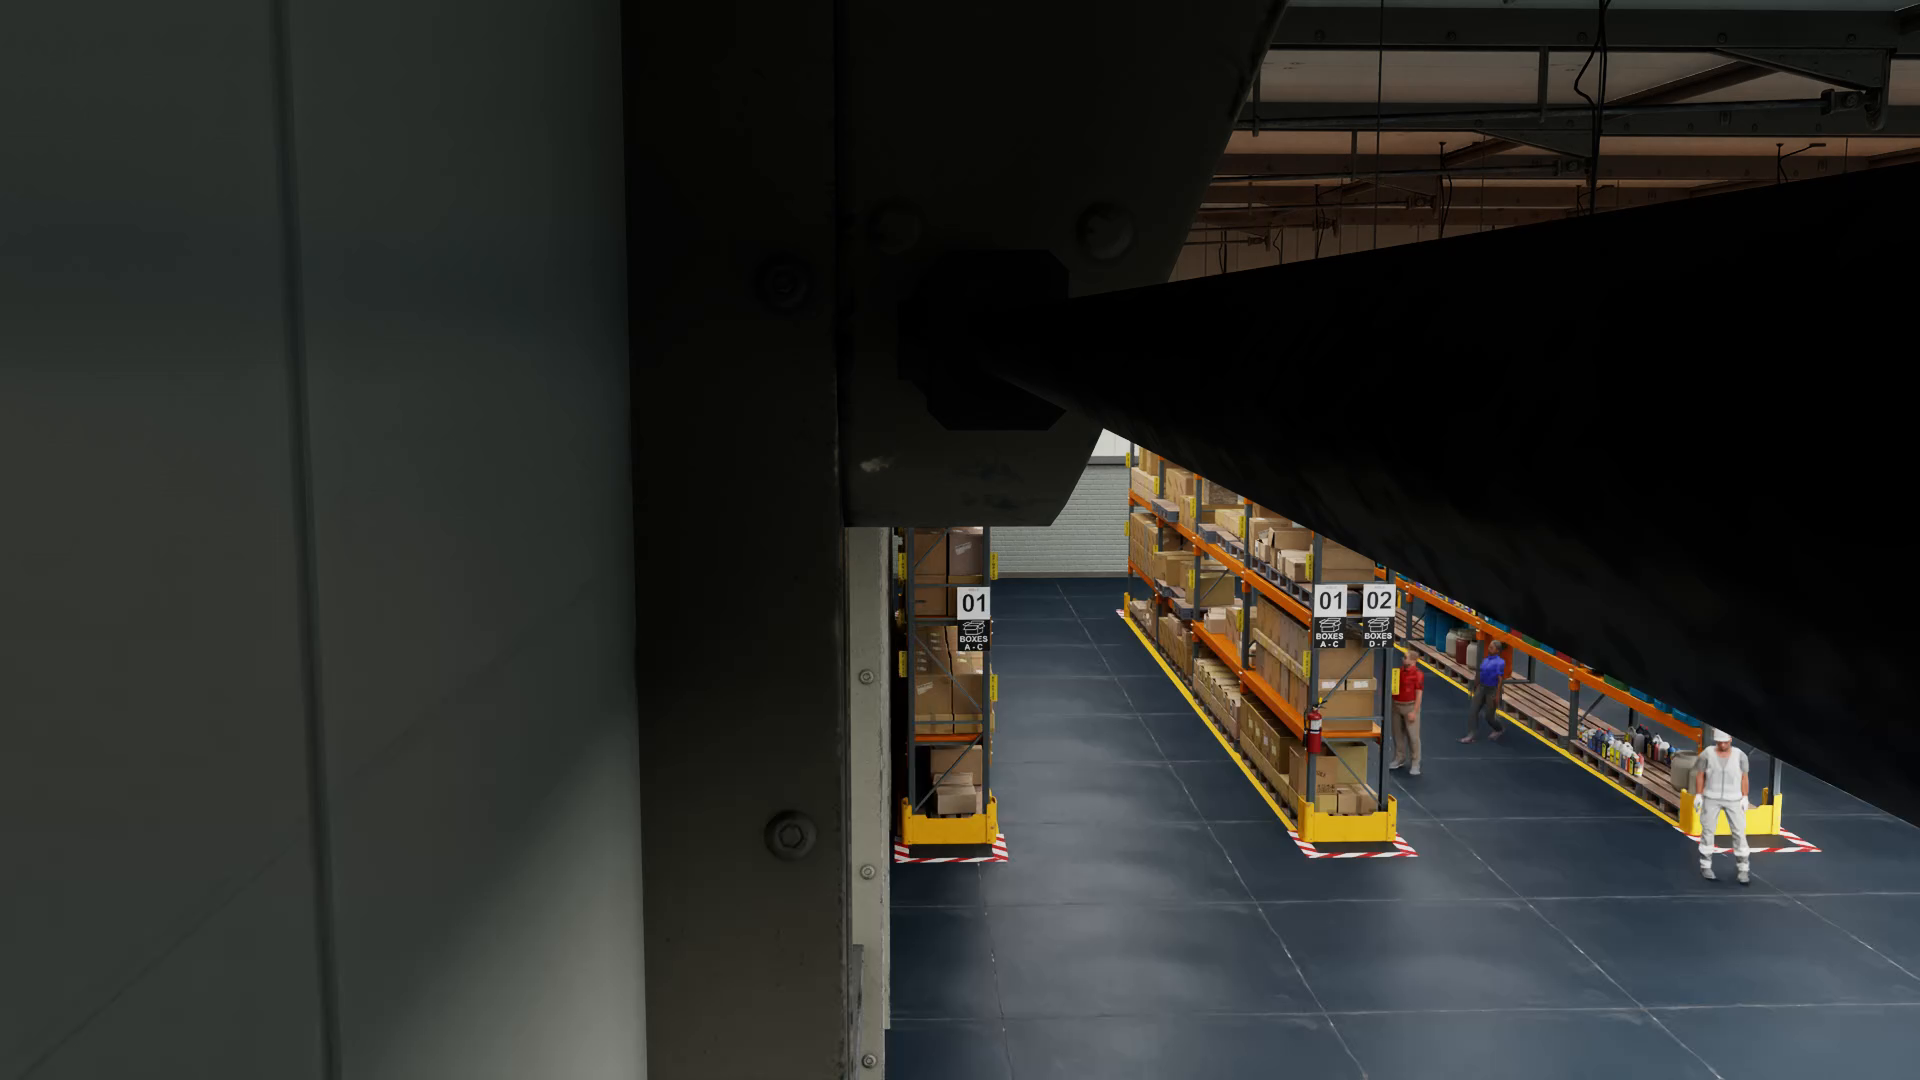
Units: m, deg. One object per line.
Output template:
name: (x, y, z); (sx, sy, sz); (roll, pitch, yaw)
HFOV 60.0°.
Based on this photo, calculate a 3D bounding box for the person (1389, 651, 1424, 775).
person: (6.387, 2.455, 23.770); (0.395, 1.767, 0.551); (-6, 9, -39)

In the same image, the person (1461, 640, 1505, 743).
person: (8.024, 2.300, 25.237); (0.683, 1.601, 0.612); (-5, 9, -36)

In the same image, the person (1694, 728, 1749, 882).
person: (8.777, 3.002, 19.112); (0.627, 1.785, 0.410); (3, 8, 22)
